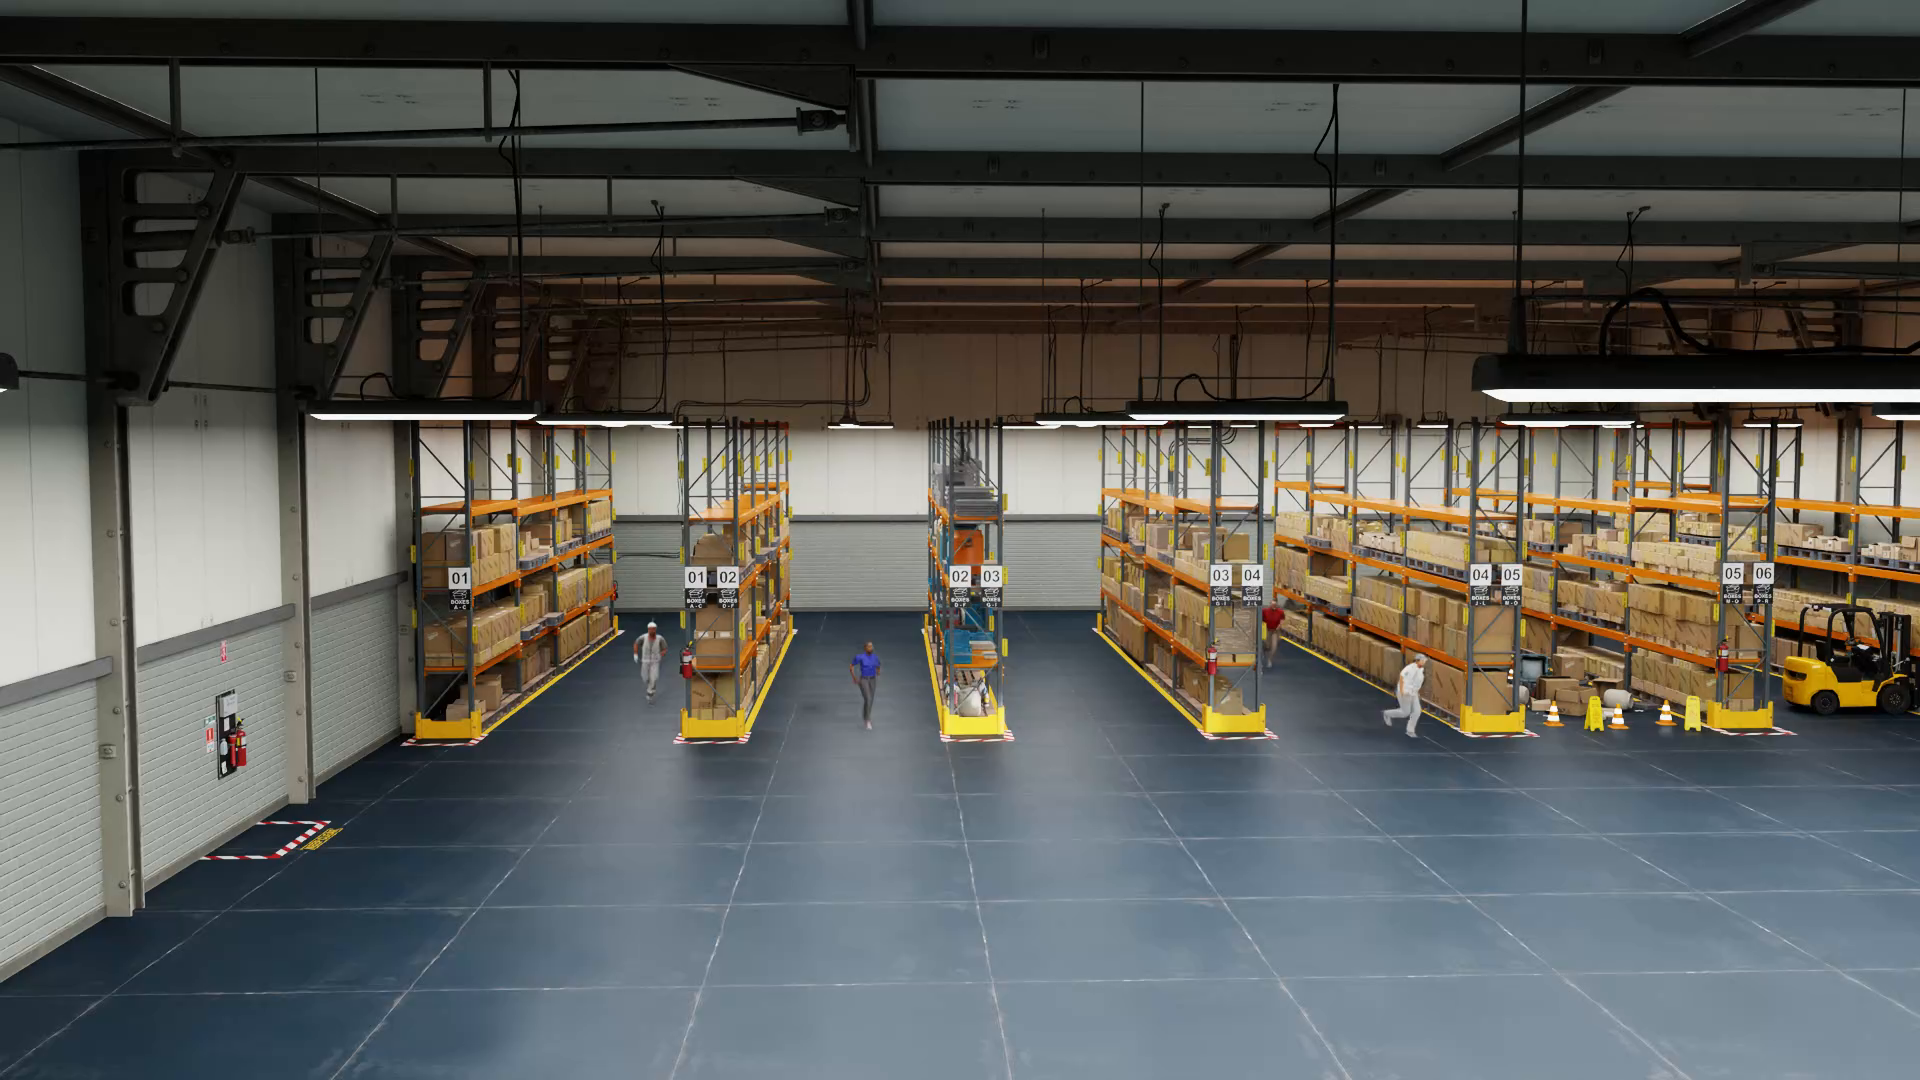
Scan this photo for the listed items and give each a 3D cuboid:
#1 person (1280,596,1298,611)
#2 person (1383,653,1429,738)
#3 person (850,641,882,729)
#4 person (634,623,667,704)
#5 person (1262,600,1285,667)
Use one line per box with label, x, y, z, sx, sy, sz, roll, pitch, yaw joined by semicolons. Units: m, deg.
person;9.714;1.706;48.889;0.806;1.714;0.666;1;4;20
person;8.419;2.911;31.331;0.892;1.618;0.606;3;5;41
person;-1.793;2.822;32.231;0.586;1.699;0.726;-2;4;-32
person;-6.506;2.592;34.939;0.707;1.729;0.687;0;4;-6
person;7.589;2.271;40.583;0.655;1.661;0.763;0;4;-4
